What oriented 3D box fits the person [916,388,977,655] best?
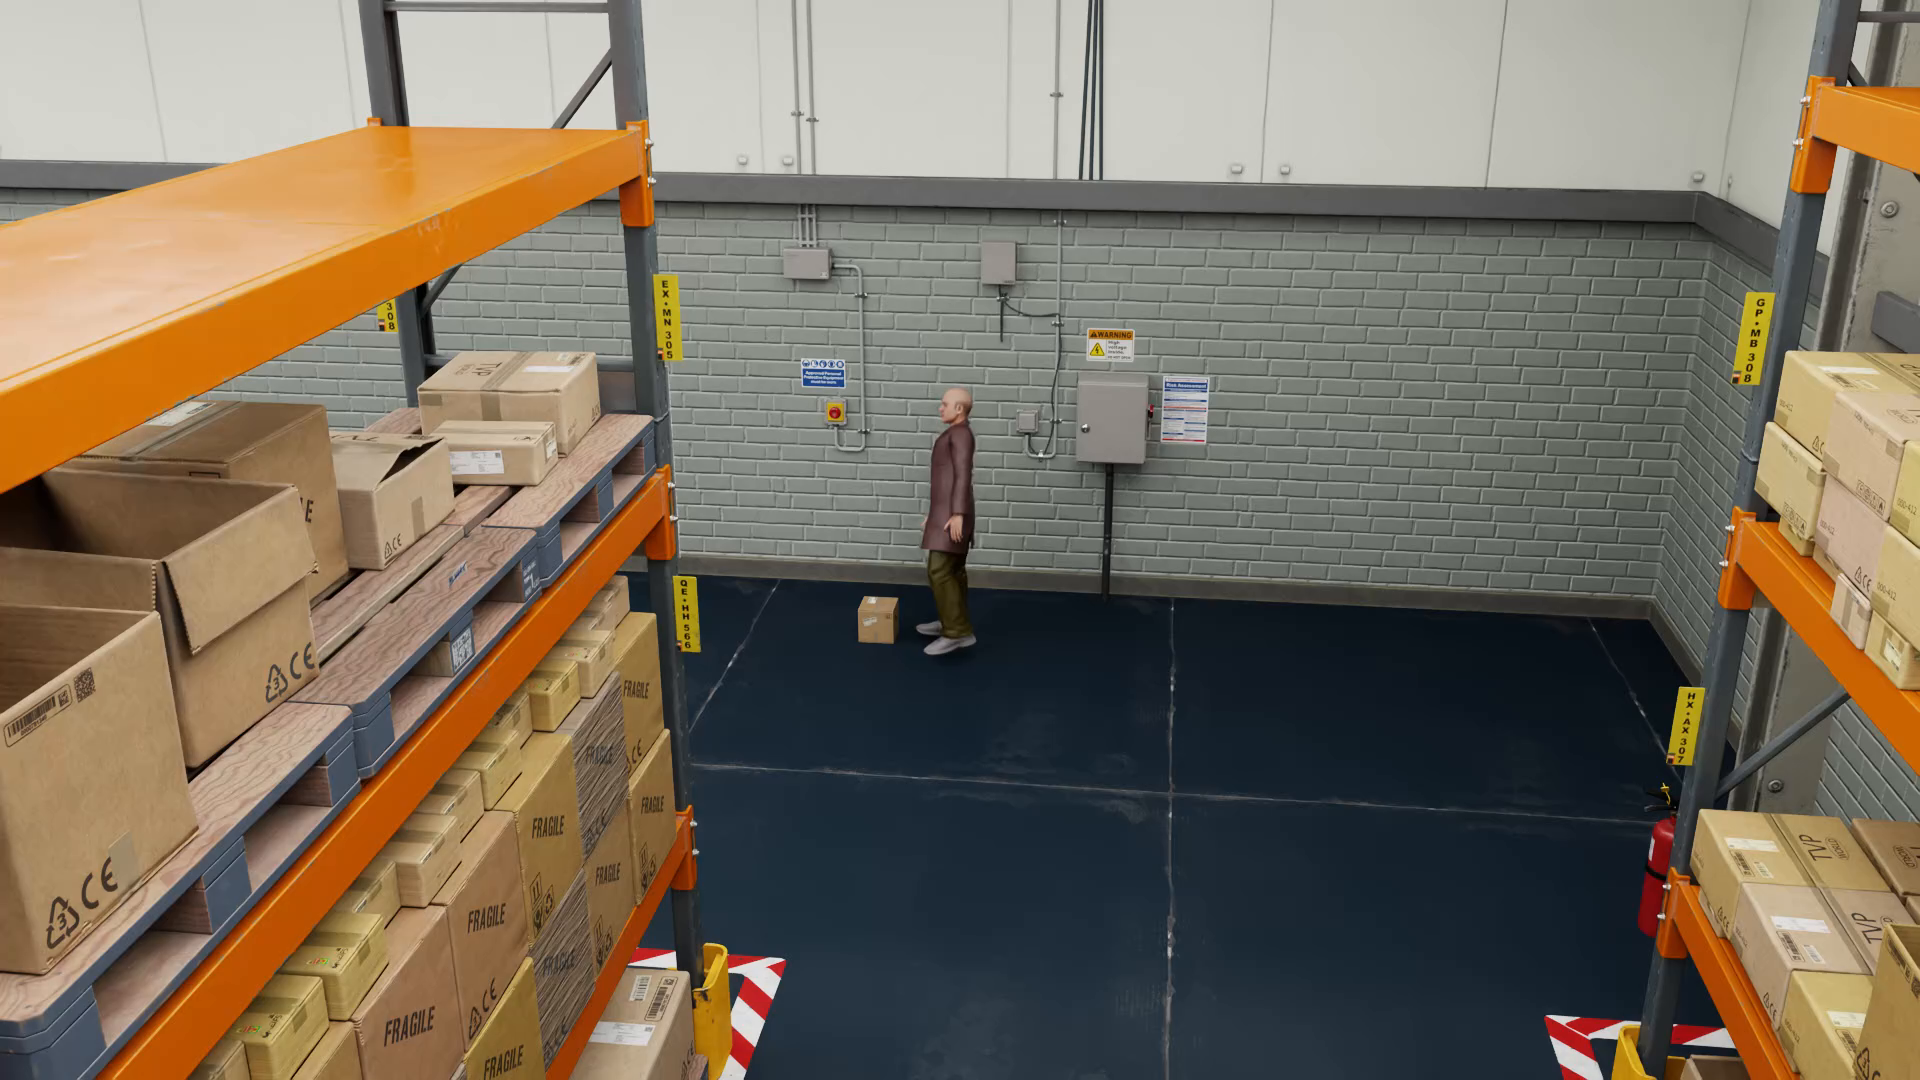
[{"bbox_3d":[-0.085,-0.114,11.378,0.470,1.776,0.835,3,21,7],"label":"person"}]
